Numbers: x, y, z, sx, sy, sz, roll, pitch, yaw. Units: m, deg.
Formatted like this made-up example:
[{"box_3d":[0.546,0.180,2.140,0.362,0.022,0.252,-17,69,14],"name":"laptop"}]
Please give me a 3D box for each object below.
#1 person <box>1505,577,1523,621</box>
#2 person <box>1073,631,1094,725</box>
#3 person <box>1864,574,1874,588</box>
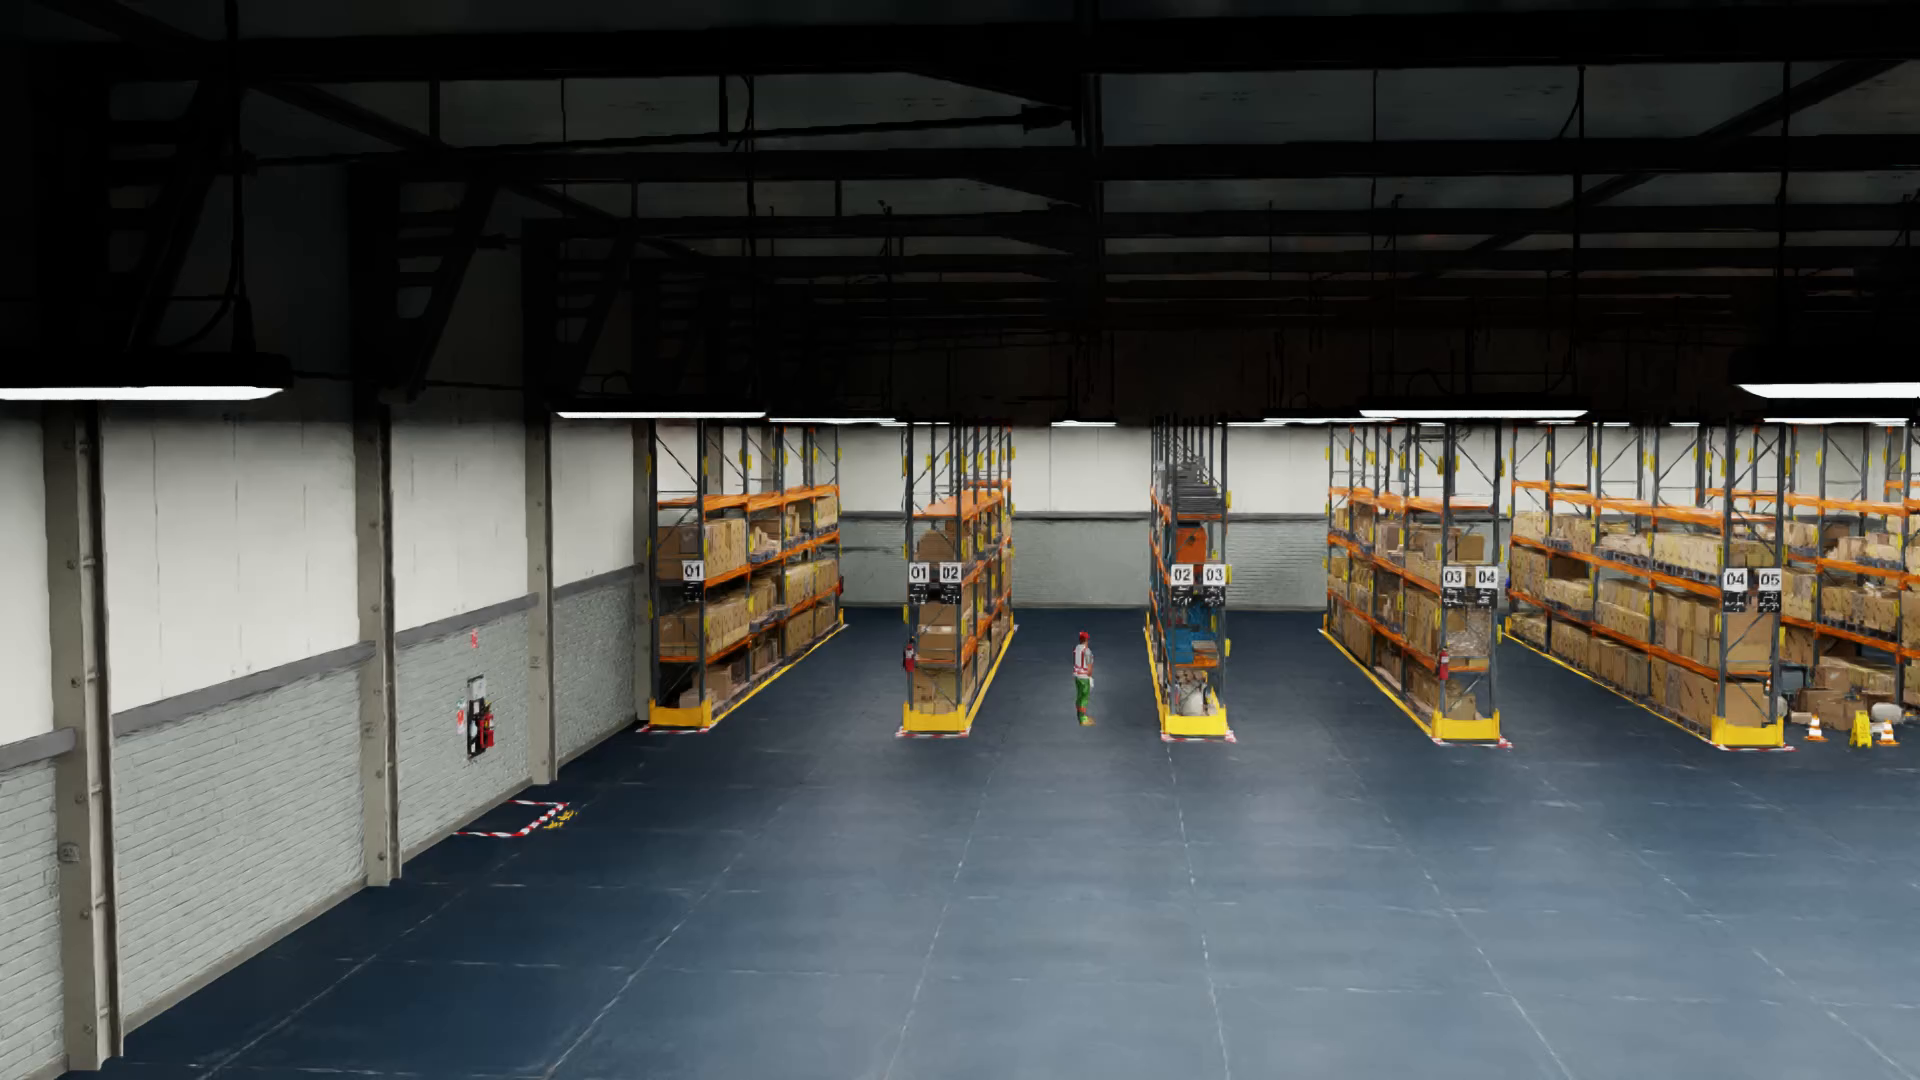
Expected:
[{"box_3d":[16.194,1.648,48.589,0.477,1.687,0.529,3,5,39],"name":"person"},{"box_3d":[2.426,2.648,32.143,0.451,1.789,0.605,-2,4,-25],"name":"person"},{"box_3d":[25.424,1.762,46.585,0.682,1.659,0.498,-1,4,-21],"name":"person"}]
